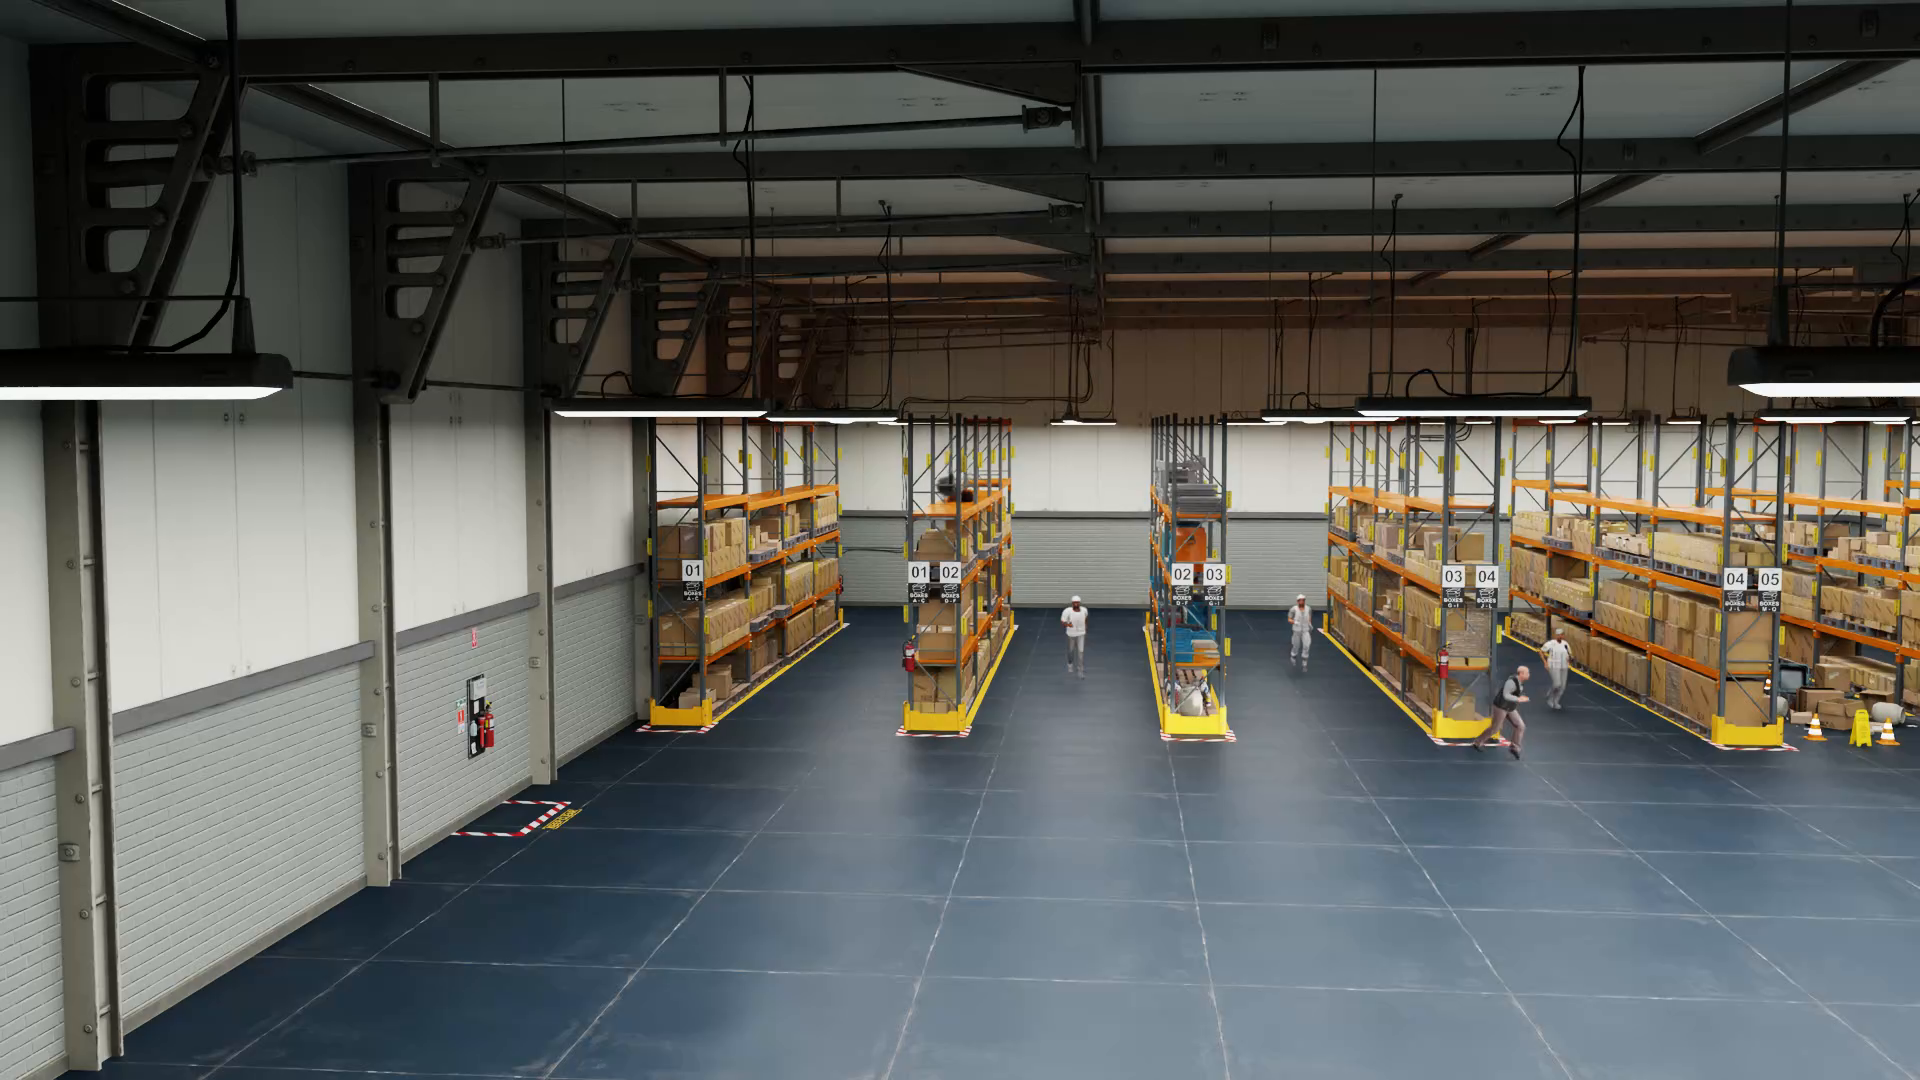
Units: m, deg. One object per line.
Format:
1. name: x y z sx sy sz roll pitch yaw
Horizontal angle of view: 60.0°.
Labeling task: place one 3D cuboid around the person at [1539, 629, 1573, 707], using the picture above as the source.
1. person: 12.189 2.618 33.857 0.596 1.625 0.607 0 4 -7

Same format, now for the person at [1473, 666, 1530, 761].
1. person: 9.421 2.988 28.880 0.996 1.678 0.698 3 5 39

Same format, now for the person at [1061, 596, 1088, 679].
1. person: 2.541 2.119 36.744 0.640 1.810 0.862 0 4 -3

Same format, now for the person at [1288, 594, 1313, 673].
1. person: 8.039 2.190 39.305 0.608 1.833 0.855 0 4 1
